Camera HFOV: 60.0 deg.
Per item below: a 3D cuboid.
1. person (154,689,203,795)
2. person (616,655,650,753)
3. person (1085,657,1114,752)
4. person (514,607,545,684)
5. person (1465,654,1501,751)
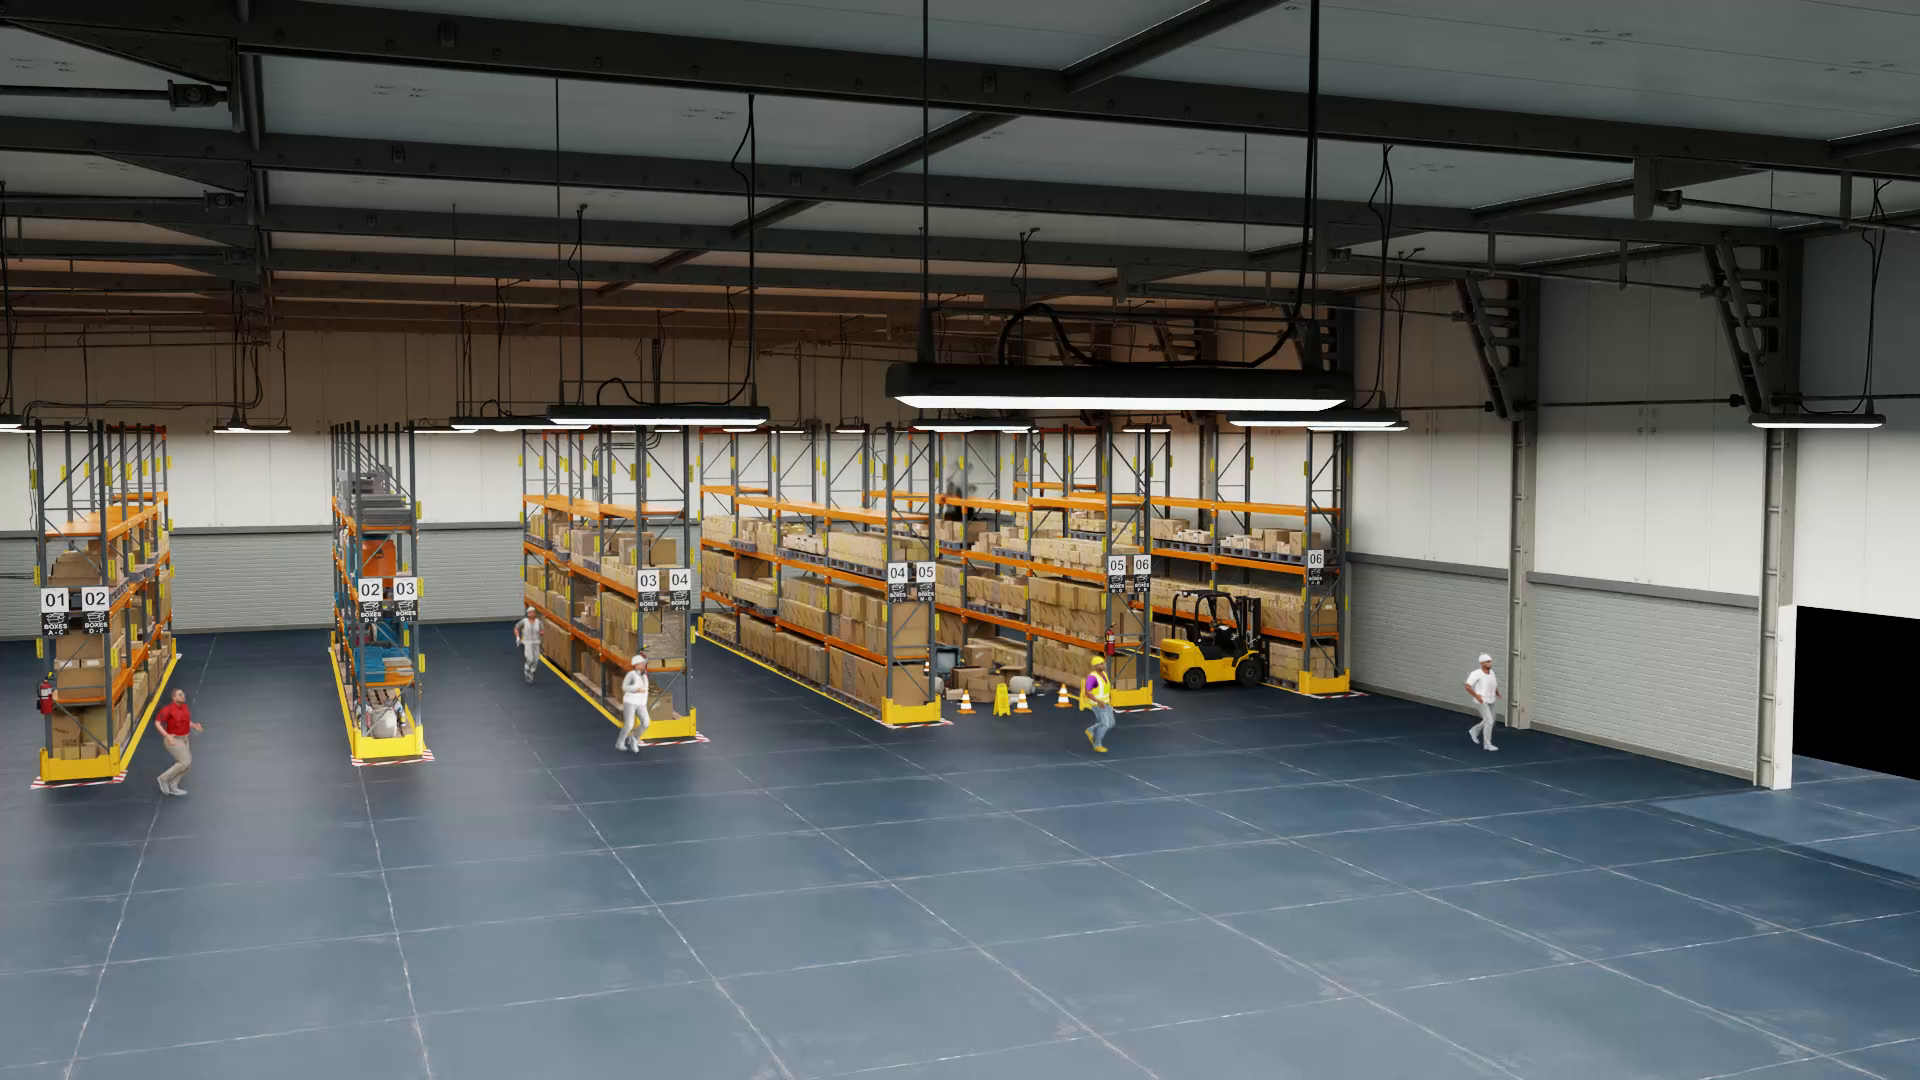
[{"bbox_3d":[-12.407,3.220,26.525,0.574,1.691,0.645,0,4,4],"label":"person"},{"bbox_3d":[-5.850,2.979,30.212,0.662,1.755,0.664,3,5,39],"label":"person"},{"bbox_3d":[2.515,2.976,30.239,0.546,1.728,0.698,2,4,31],"label":"person"},{"bbox_3d":[-9.881,2.431,38.358,0.641,1.785,0.701,-2,4,-32],"label":"person"},{"bbox_3d":[9.572,2.955,30.391,0.716,1.741,0.707,-2,4,-33],"label":"person"}]
